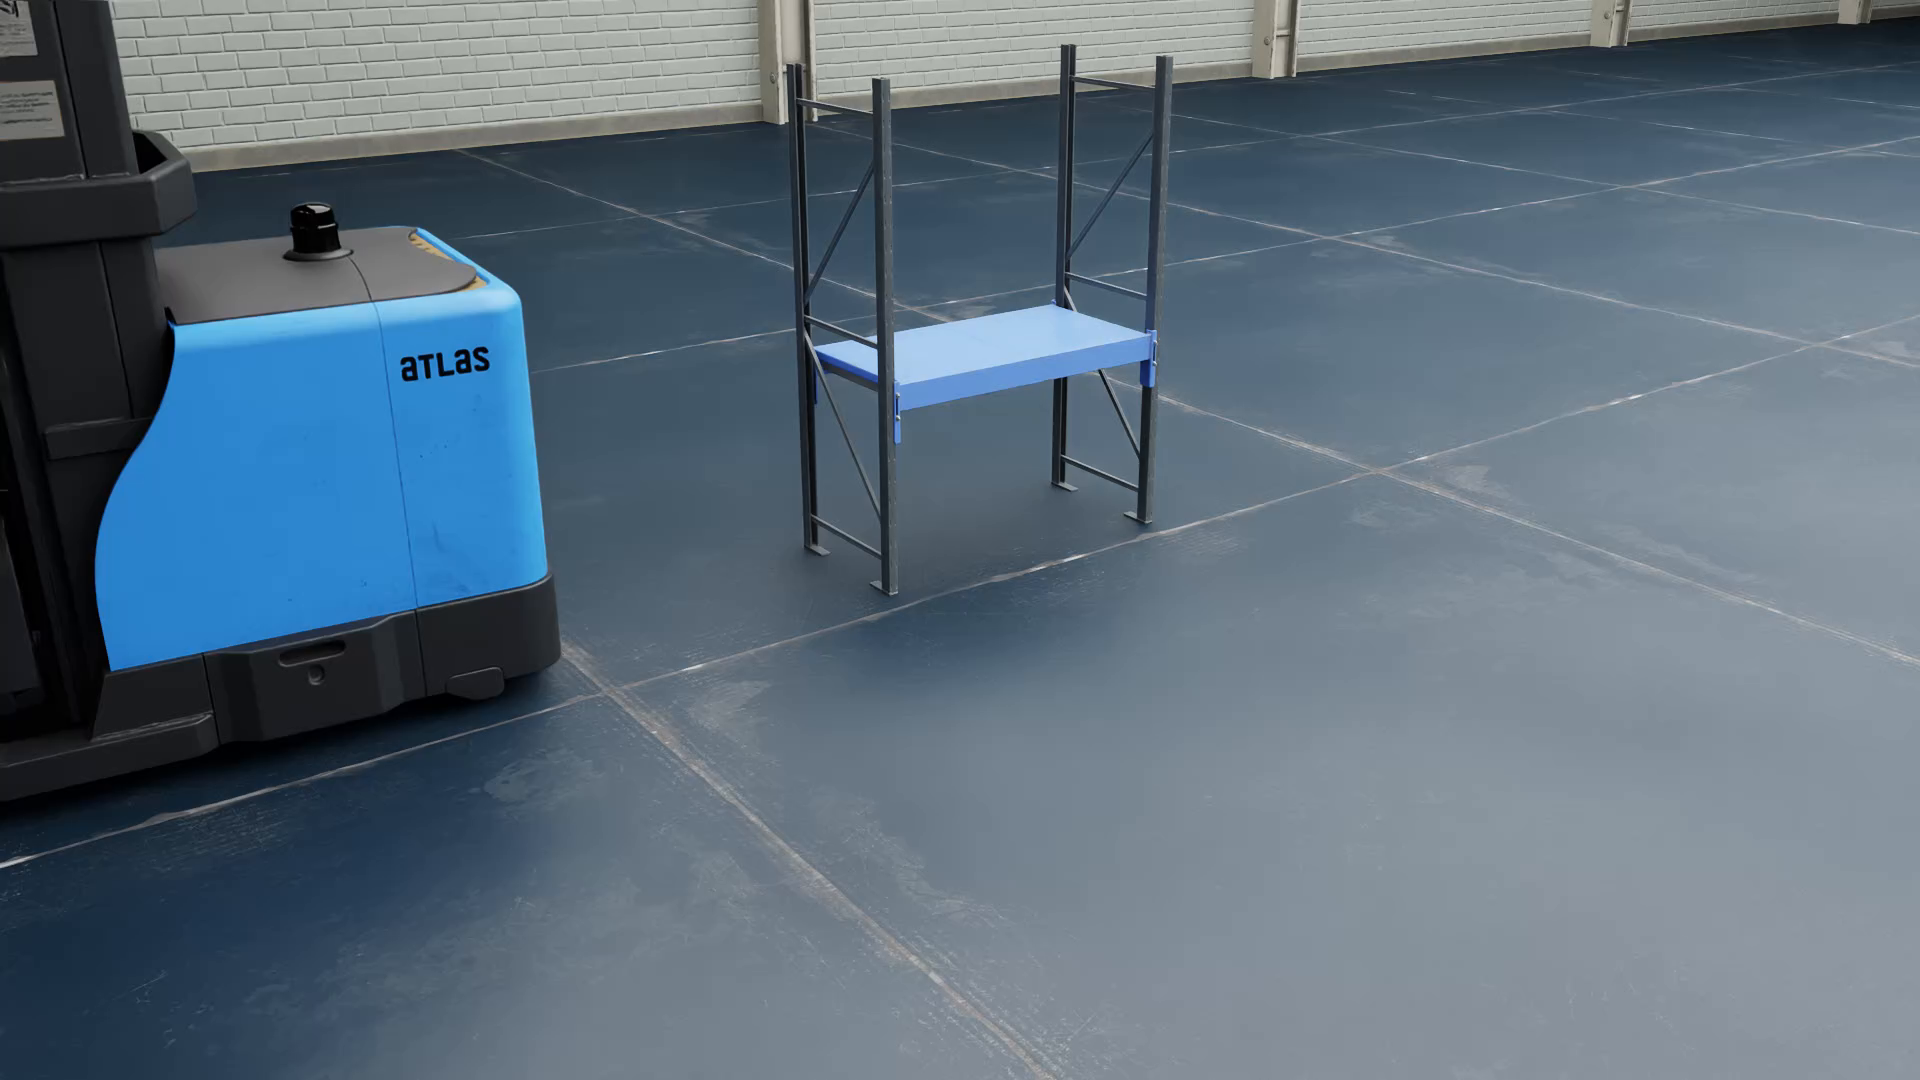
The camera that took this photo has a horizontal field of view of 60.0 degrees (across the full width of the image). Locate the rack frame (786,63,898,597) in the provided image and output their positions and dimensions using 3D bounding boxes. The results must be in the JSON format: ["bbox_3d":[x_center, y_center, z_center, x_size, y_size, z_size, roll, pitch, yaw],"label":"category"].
[{"bbox_3d":[-0.343,-0.605,4.889,0.032,1.500,0.500,-15,26,-33],"label":"rack frame"}]

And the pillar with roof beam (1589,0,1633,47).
[{"bbox_3d":[10.756,-9.181,16.263,0.400,9.000,9.100,-15,26,-33],"label":"pillar with roof beam"}]

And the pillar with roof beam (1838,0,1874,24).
[{"bbox_3d":[15.627,-10.480,19.517,0.400,9.000,9.100,-15,26,-33],"label":"pillar with roof beam"}]

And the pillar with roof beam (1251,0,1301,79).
[{"bbox_3d":[5.886,-7.882,13.008,0.400,9.000,9.100,-15,26,-33],"label":"pillar with roof beam"}]

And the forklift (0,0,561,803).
[{"bbox_3d":[-2.592,-0.848,3.567,3.031,2.935,1.130,-12,25,-28],"label":"forklift"}]

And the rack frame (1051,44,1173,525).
[{"bbox_3d":[0.482,-0.825,5.440,0.032,1.500,0.500,-15,26,-33],"label":"rack frame"}]

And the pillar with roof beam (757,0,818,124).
[{"bbox_3d":[1.015,-6.584,9.754,0.400,9.000,9.100,-15,26,-33],"label":"pillar with roof beam"}]

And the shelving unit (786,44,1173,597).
[{"bbox_3d":[0.069,-0.715,5.165,1.048,1.500,0.538,-15,26,-33],"label":"shelving unit"}]

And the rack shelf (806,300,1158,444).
[{"bbox_3d":[0.069,-0.548,5.231,1.000,0.185,0.538,-15,26,-33],"label":"rack shelf"}]
